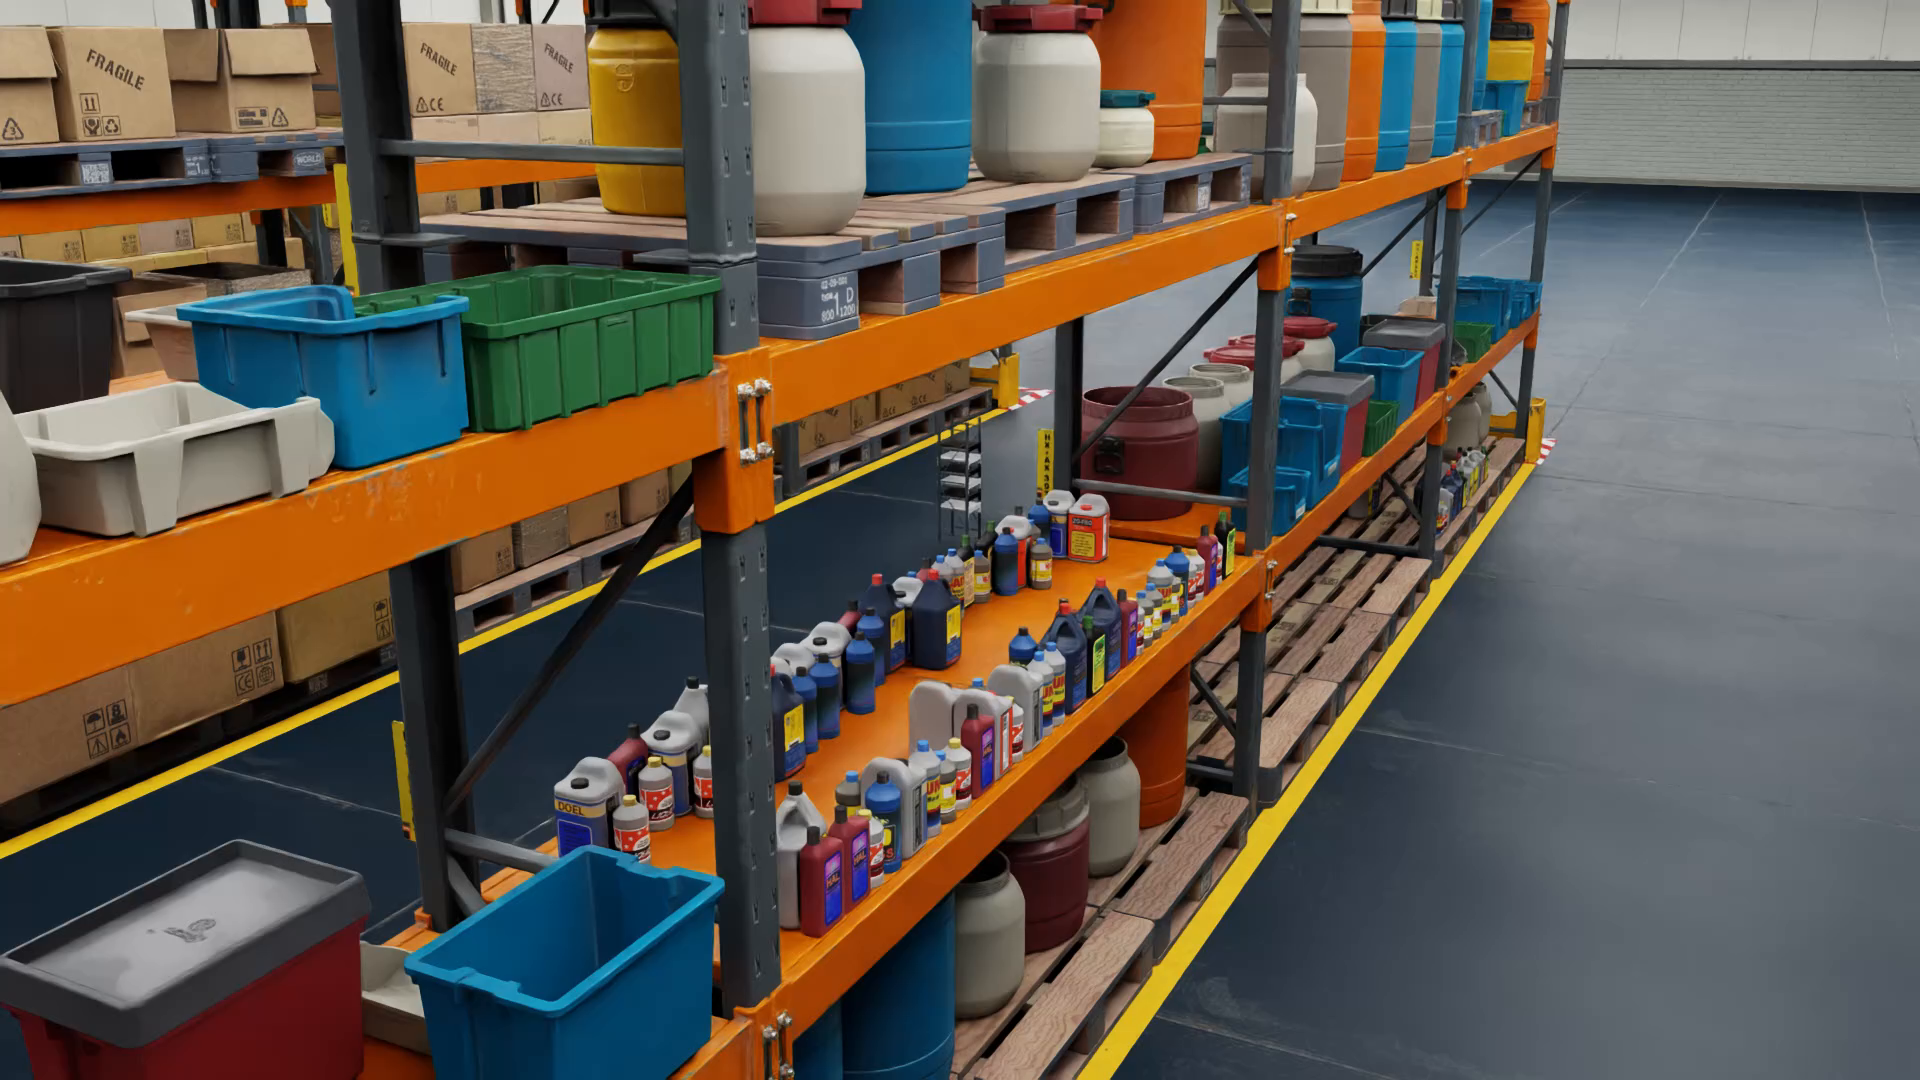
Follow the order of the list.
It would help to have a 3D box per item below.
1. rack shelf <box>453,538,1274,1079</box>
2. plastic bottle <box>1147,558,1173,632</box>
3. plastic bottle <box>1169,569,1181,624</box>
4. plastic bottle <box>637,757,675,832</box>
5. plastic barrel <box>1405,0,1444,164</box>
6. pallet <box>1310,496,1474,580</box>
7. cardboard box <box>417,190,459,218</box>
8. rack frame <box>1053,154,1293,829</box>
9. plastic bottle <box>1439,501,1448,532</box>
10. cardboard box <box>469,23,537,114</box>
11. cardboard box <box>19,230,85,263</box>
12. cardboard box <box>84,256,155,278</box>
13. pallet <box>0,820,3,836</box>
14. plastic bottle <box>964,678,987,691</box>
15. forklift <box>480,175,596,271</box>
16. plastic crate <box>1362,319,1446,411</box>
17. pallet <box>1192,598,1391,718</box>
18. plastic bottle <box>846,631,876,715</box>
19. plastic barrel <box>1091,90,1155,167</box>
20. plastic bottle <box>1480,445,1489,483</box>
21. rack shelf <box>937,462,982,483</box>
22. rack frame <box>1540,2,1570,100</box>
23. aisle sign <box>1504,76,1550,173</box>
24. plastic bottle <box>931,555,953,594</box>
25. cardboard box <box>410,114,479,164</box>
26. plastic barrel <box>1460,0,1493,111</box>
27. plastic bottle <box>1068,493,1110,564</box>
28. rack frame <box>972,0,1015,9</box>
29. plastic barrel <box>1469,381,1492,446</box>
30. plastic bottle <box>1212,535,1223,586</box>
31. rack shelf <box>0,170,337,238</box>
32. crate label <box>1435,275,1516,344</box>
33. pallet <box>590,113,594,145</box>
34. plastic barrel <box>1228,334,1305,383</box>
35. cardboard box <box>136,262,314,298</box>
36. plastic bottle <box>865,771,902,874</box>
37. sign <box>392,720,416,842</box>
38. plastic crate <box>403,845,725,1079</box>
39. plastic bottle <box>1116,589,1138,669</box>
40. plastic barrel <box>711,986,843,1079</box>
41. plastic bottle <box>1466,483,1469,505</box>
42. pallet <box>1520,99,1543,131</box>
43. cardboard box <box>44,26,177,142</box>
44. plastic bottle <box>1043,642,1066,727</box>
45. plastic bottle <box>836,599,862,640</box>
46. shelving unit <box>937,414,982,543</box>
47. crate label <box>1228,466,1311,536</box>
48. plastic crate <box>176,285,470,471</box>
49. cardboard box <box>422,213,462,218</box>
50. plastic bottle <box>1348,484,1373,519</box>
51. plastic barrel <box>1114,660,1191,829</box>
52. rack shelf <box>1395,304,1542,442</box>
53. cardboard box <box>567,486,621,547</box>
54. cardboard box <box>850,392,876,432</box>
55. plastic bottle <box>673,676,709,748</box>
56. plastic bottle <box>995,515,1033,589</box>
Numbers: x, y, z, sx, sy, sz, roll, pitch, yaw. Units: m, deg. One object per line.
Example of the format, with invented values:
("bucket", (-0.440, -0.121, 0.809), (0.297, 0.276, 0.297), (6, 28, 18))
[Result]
("rack shelf", (0.004, 0.654, 5.818), (1.077, 0.370, 4.000), (8, 18, 25))
("plastic bottle", (0.754, 0.204, 6.297), (0.097, 0.271, 0.097), (0, 17, 0))
("plastic bottle", (0.797, 0.212, 6.390), (0.097, 0.201, 0.097), (0, 17, 0))
("plastic bottle", (-0.861, 0.713, 4.705), (0.097, 0.201, 0.097), (0, 17, 0))
("plastic barrel", (2.360, -2.574, 9.273), (0.600, 0.901, 0.600), (0, 17, 0))
("pallet", (3.023, -0.048, 11.817), (1.003, 0.211, 1.213), (8, 18, 25))
("cardboard box", (-5.436, -3.460, 16.247), (0.875, 0.550, 0.550), (8, 18, 25))
("rack frame", (0.898, -0.200, 7.431), (1.000, 3.000, 0.127), (8, 18, 25))
("plastic bottle", (3.311, -0.166, 11.457), (0.097, 0.201, 0.097), (0, 17, 0))
("cardboard box", (-2.863, -2.772, 9.766), (0.500, 0.500, 0.500), (8, 18, 26))
("cardboard box", (-7.263, -2.388, 12.863), (0.700, 0.500, 0.500), (8, 18, 25))
("cardboard box", (-6.808, -2.000, 13.315), (0.500, 0.500, 0.500), (8, 18, 25))
("pallet", (-5.043, 1.319, 7.213), (1.003, 0.211, 1.213), (8, 18, 25))
("plastic bottle", (0.056, 0.538, 5.293), (0.097, 0.201, 0.097), (0, 17, 0))
("forklift", (-3.951, -2.466, 15.179), (3.031, 2.935, 1.130), (15, 22, 41))
("plastic crate", (2.743, -1.088, 10.306), (0.402, 0.464, 0.583), (8, 18, 25))
("pallet", (1.825, 0.634, 9.518), (1.003, 0.211, 1.213), (8, 18, 25))
("plastic bottle", (-0.330, 0.435, 5.518), (0.097, 0.271, 0.097), (0, 17, 0))
("plastic barrel", (0.550, -1.482, 5.982), (0.301, 0.262, 0.301), (0, 17, 0))
("plastic bottle", (4.008, -0.591, 12.745), (0.061, 0.283, 0.133), (9, 19, 27))
("rack shelf", (-0.004, -0.484, 11.873), (0.258, 0.077, 0.200), (8, 18, 25))
("rack frame", (4.473, -5.114, 13.438), (1.000, 3.000, 0.127), (8, 18, 25))
("aisle sign", (4.771, -3.465, 13.856), (0.394, 0.787, 0.004), (8, 18, 25))
("plastic bottle", (-0.074, 0.192, 6.337), (0.097, 0.271, 0.097), (0, 17, 0))
("cardboard box", (-3.095, -2.284, 9.441), (0.500, 0.250, 0.500), (8, 19, 26))
("plastic barrel", (3.226, -3.339, 11.111), (0.600, 0.901, 0.708), (8, 18, 25))
("plastic bottle", (0.552, -0.053, 7.151), (0.152, 0.276, 0.135), (8, 18, 25))
("rack frame", (0.042, -5.744, 15.559), (1.000, 3.000, 0.127), (8, 18, 25))
("plastic barrel", (4.247, -1.070, 13.989), (0.421, 0.512, 0.421), (0, 17, 0))
("plastic bottle", (1.031, 0.079, 6.839), (0.097, 0.201, 0.097), (0, 17, 0))
("rack shelf", (-4.427, -1.414, 7.513), (1.077, 0.370, 4.000), (8, 18, 25))
("crate label", (3.892, -1.752, 12.592), (0.502, 0.435, 0.616), (8, 18, 25))
("pallet", (-2.577, -2.789, 11.208), (1.213, 0.211, 1.003), (8, 18, 25))
("plastic barrel", (1.734, -0.882, 9.486), (0.433, 0.535, 0.433), (0, 17, 0))
("cardboard box", (-3.874, -1.175, 8.776), (0.797, 0.503, 0.637), (9, 19, 27))
("plastic bottle", (-0.206, 0.750, 4.455), (0.097, 0.271, 0.097), (0, 17, 0))
("sign", (-1.381, 0.615, 4.199), (0.100, 0.325, 0.005), (8, 18, 25))
("plastic crate", (-0.793, 0.960, 3.448), (0.392, 0.384, 0.575), (8, 18, 25))
("plastic bottle", (0.588, 0.304, 5.938), (0.061, 0.283, 0.133), (8, 18, 25))
("plastic barrel", (-0.631, 1.487, 4.699), (0.600, 0.901, 0.708), (8, 18, 25))
("plastic bottle", (3.649, -0.359, 12.106), (0.097, 0.201, 0.097), (0, 17, 0))
("pallet", (4.016, -3.387, 13.224), (1.003, 0.211, 1.213), (8, 18, 25))
("cardboard box", (-4.048, -2.122, 7.720), (0.500, 0.500, 0.500), (9, 19, 28))
("plastic bottle", (0.295, 0.465, 5.417), (0.097, 0.271, 0.097), (0, 17, 0))
("plastic bottle", (-0.388, 0.353, 5.772), (0.061, 0.283, 0.133), (8, 18, 25))
("shelving unit", (-0.004, -0.429, 11.889), (0.258, 0.900, 0.210), (8, 18, 25))
("crate label", (1.422, -0.180, 7.656), (0.303, 0.233, 0.416), (8, 18, 25))
("plastic crate", (-1.011, -0.267, 2.680), (0.416, 0.233, 0.300), (8, 18, 25))
("cardboard box", (-5.411, -2.939, 16.388), (0.875, 0.550, 0.550), (8, 18, 25))
("plastic bottle", (2.844, -0.343, 11.790), (0.144, 0.351, 0.185), (8, 18, 25))
("plastic barrel", (0.695, 0.765, 7.253), (0.600, 0.830, 0.708), (8, 18, 25))
("rack shelf", (3.579, -1.384, 12.679), (1.077, 0.370, 4.000), (8, 18, 25))
("cardboard box", (-2.768, -0.305, 11.399), (0.700, 0.500, 0.500), (10, 19, 30))
("cardboard box", (-1.075, -1.264, 14.666), (0.500, 0.500, 0.500), (6, 18, 20))
("plastic bottle", (-0.771, 0.566, 4.936), (0.144, 0.351, 0.185), (8, 18, 25))
("plastic bottle", (0.209, 0.046, 6.819), (0.152, 0.276, 0.135), (8, 18, 25))
